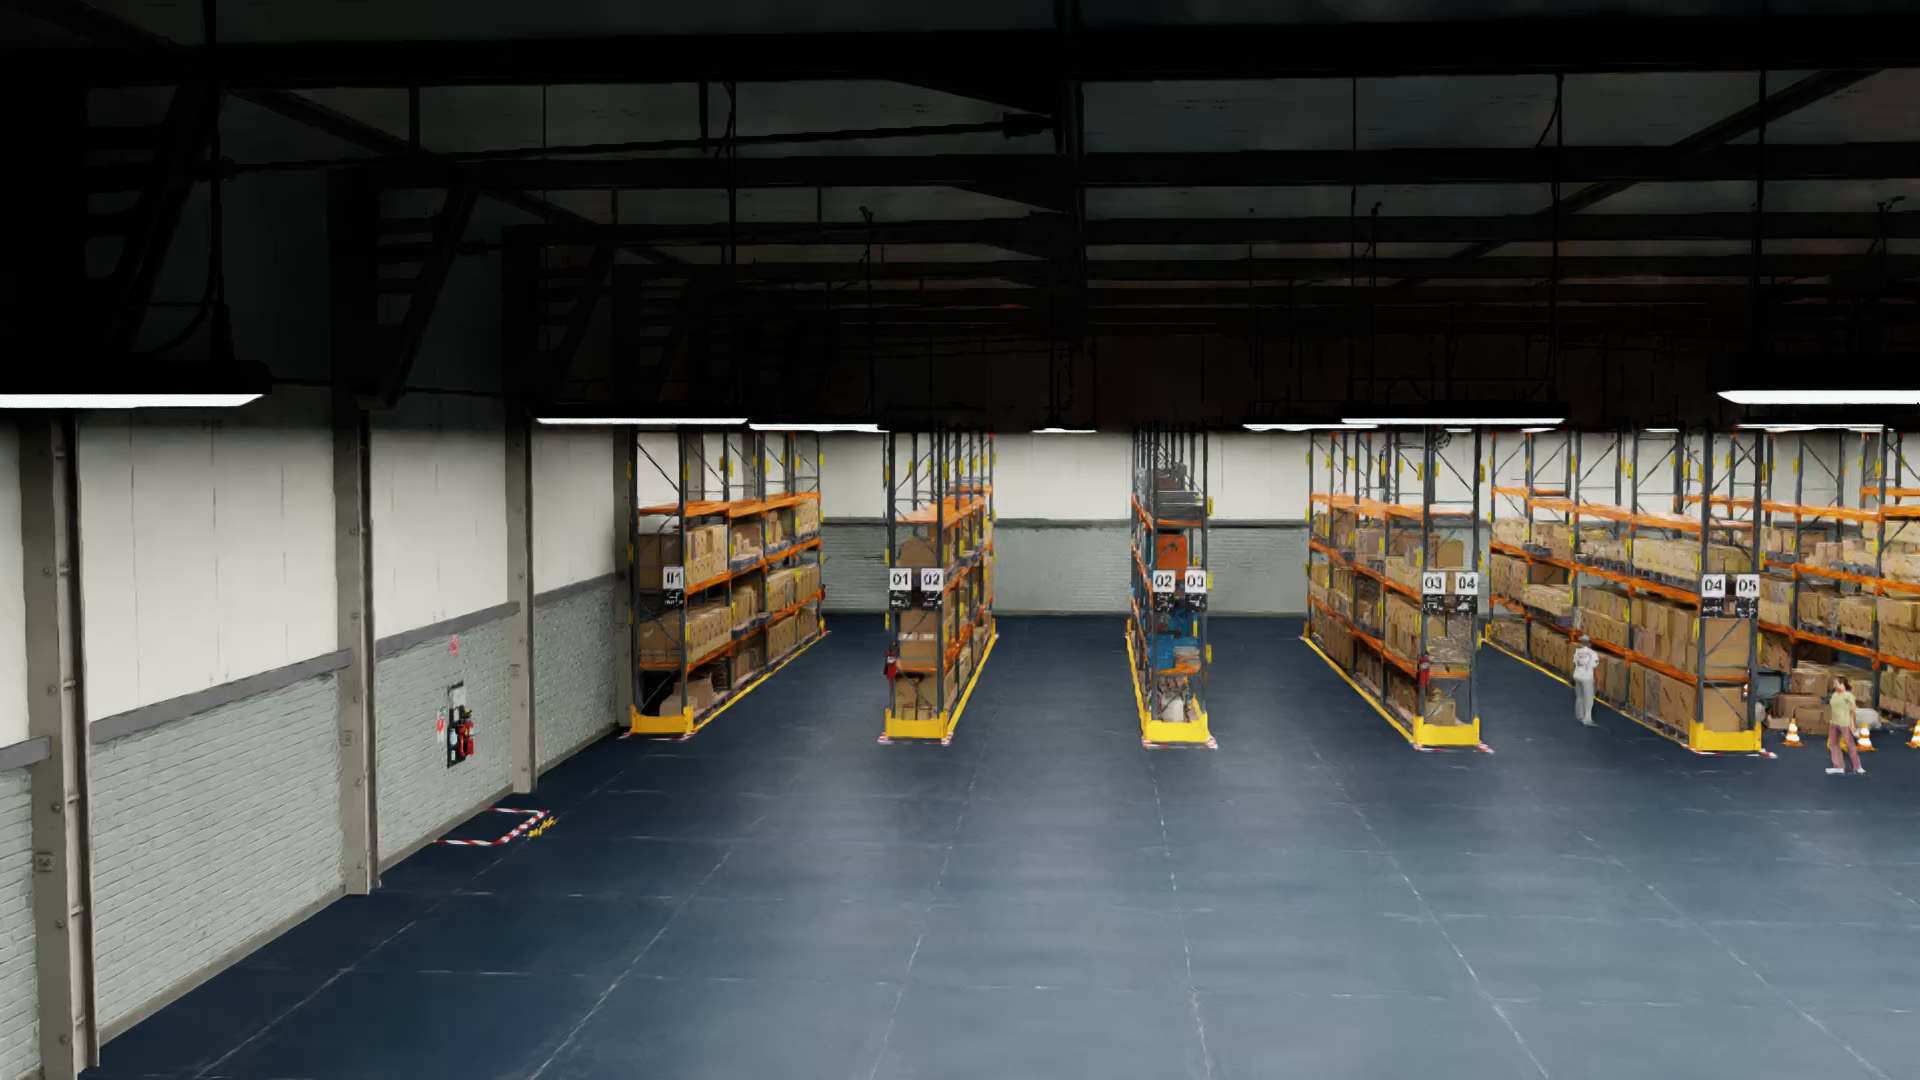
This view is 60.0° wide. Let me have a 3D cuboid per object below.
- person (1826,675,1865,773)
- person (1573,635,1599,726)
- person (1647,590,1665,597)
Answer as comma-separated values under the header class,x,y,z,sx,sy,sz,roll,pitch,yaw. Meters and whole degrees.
class,x,y,z,sx,sy,sz,roll,pitch,yaw
person,14.985,3.119,28.130,0.543,1.663,0.567,-1,4,-22
person,12.389,2.754,32.843,0.476,1.759,0.593,-2,4,-26
person,20.095,1.837,48.039,0.589,1.713,0.560,-3,4,-37
